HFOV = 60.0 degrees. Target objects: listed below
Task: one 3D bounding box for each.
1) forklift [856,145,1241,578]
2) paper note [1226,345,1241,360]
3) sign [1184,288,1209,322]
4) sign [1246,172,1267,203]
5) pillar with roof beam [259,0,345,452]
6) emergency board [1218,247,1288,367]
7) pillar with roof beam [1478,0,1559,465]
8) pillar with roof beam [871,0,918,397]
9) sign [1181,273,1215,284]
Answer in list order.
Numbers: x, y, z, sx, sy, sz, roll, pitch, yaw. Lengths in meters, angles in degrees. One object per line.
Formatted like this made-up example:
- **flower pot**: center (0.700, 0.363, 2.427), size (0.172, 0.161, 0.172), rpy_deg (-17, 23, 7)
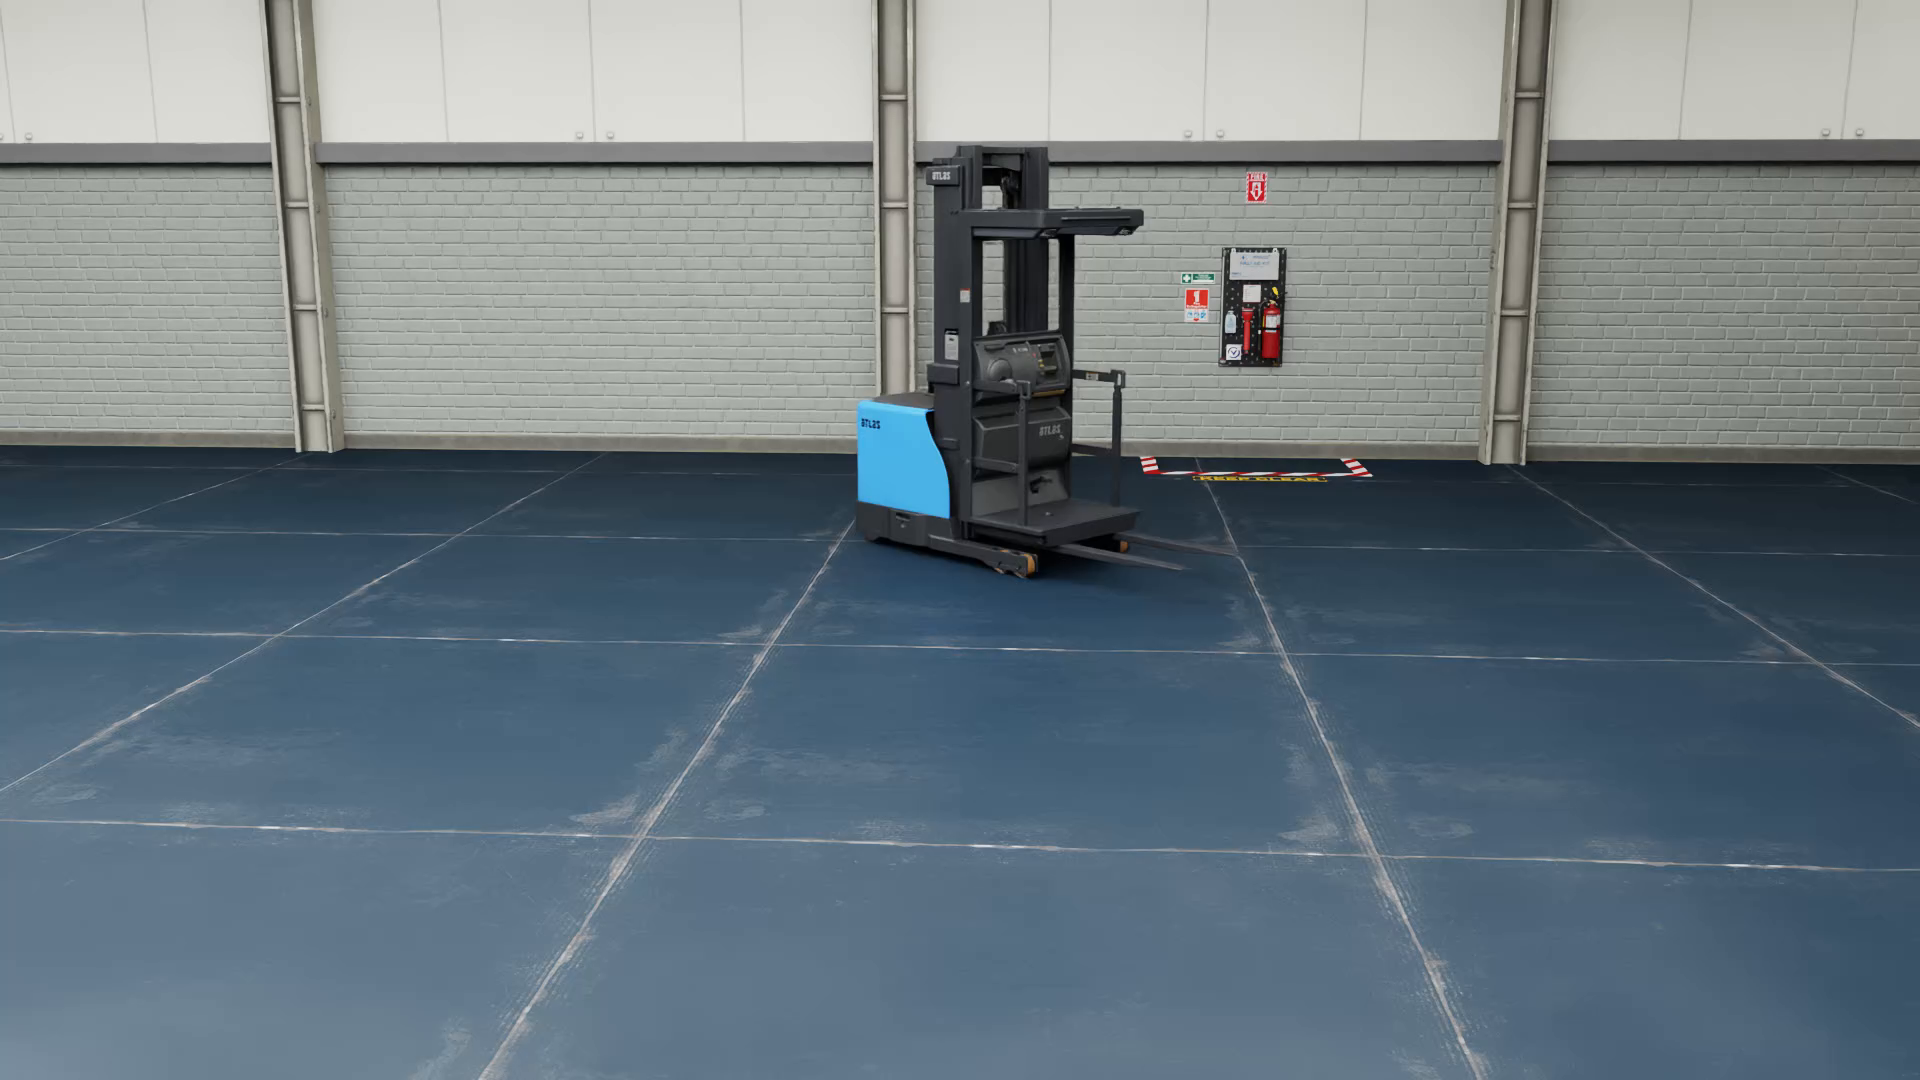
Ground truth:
- **forklift**: center (0.599, -1.293, 11.791), size (1.130, 2.935, 3.031), rpy_deg (-11, 16, -44)
- **paper note**: center (2.718, -1.864, 16.503), size (0.142, 0.148, 0.016), rpy_deg (1, 12, 4)
- **sign**: center (2.345, -2.324, 16.467), size (0.234, 0.329, 0.001), rpy_deg (1, 12, 4)
- **sign**: center (2.888, -3.433, 16.194), size (0.199, 0.298, 0.001), rpy_deg (1, 12, 4)
- **pillar with roof beam**: center (-6.908, -4.458, 12.101), size (0.400, 9.000, 9.100), rpy_deg (1, 12, 4)
- **emergency board**: center (2.890, -2.278, 16.334), size (0.643, 1.169, 0.194), rpy_deg (1, 12, 4)
- **pillar with roof beam**: center (5.065, -4.294, 11.316), size (0.400, 9.000, 9.100), rpy_deg (1, 12, 4)
- **pillar with roof beam**: center (-0.922, -4.376, 11.709), size (0.400, 9.000, 9.100), rpy_deg (1, 12, 4)
- **sign**: center (2.349, -2.582, 16.404), size (0.331, 0.109, 0.001), rpy_deg (1, 12, 4)
